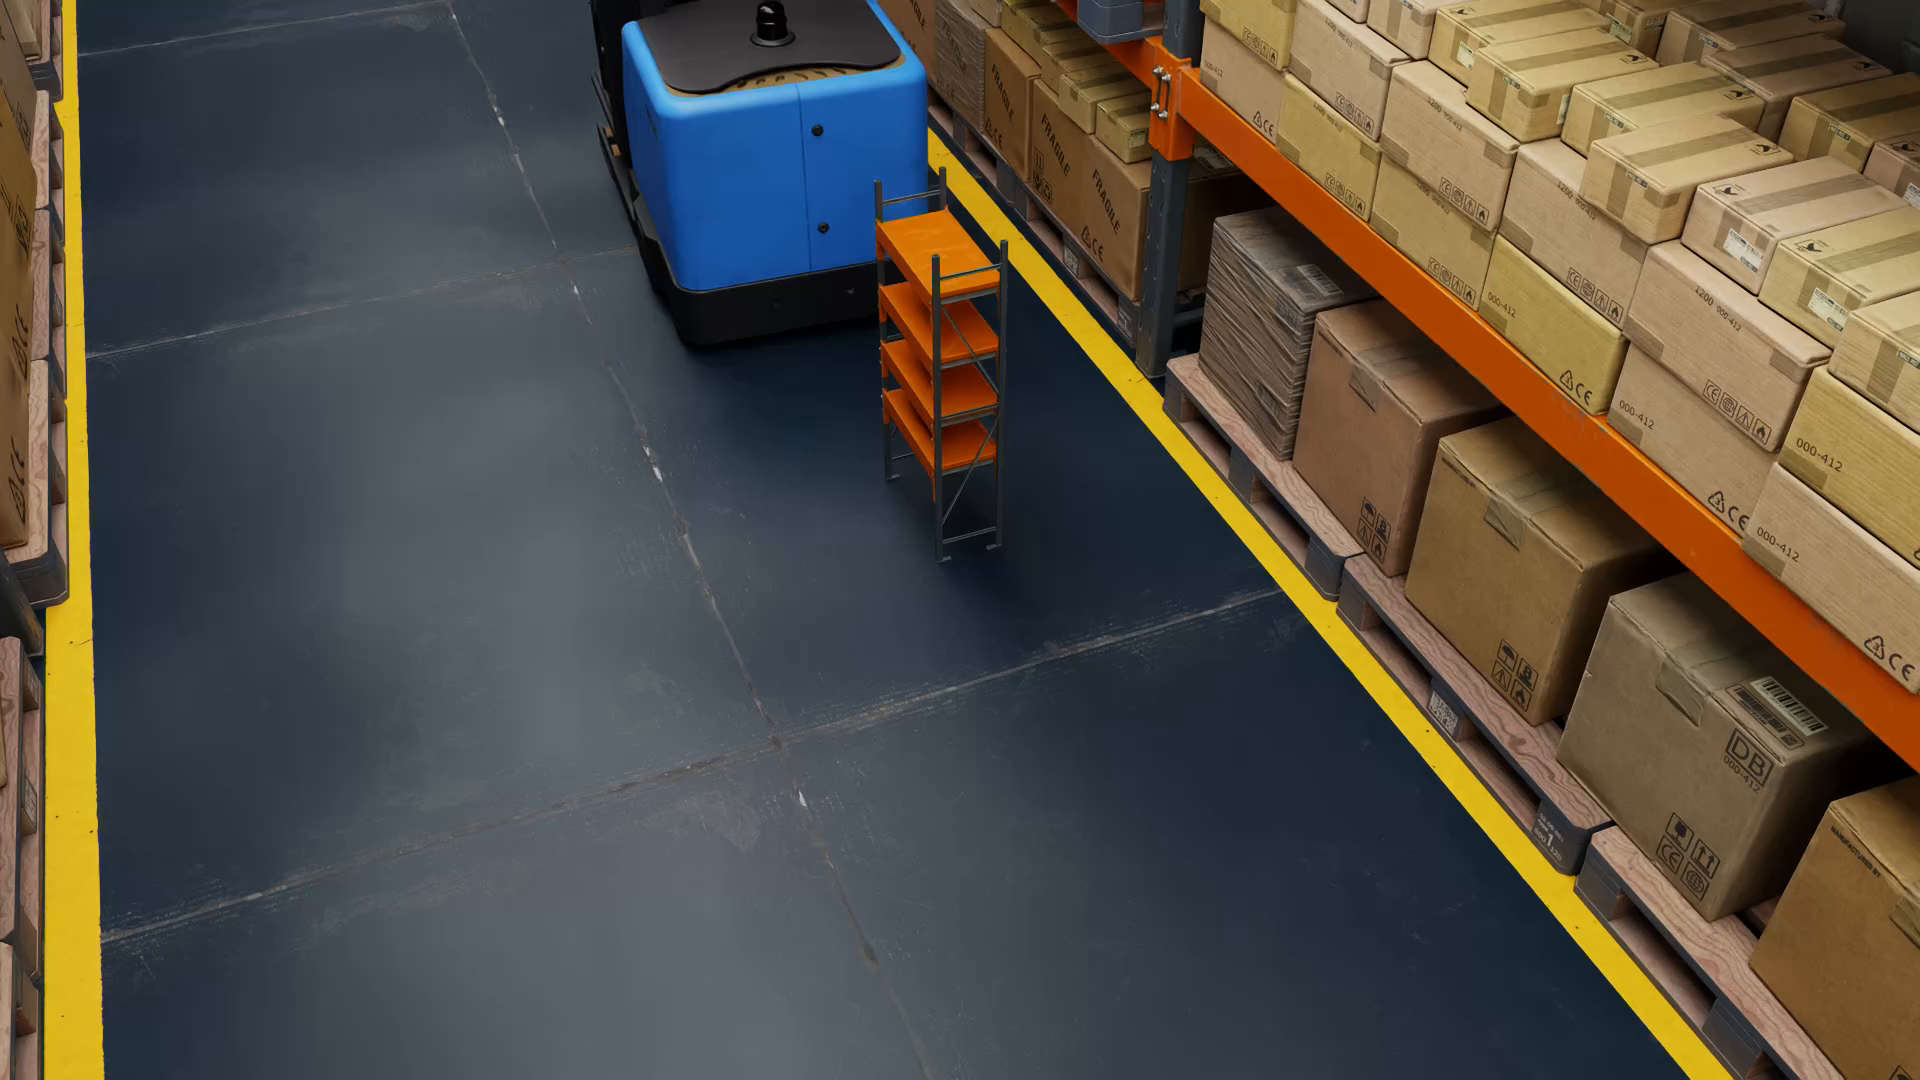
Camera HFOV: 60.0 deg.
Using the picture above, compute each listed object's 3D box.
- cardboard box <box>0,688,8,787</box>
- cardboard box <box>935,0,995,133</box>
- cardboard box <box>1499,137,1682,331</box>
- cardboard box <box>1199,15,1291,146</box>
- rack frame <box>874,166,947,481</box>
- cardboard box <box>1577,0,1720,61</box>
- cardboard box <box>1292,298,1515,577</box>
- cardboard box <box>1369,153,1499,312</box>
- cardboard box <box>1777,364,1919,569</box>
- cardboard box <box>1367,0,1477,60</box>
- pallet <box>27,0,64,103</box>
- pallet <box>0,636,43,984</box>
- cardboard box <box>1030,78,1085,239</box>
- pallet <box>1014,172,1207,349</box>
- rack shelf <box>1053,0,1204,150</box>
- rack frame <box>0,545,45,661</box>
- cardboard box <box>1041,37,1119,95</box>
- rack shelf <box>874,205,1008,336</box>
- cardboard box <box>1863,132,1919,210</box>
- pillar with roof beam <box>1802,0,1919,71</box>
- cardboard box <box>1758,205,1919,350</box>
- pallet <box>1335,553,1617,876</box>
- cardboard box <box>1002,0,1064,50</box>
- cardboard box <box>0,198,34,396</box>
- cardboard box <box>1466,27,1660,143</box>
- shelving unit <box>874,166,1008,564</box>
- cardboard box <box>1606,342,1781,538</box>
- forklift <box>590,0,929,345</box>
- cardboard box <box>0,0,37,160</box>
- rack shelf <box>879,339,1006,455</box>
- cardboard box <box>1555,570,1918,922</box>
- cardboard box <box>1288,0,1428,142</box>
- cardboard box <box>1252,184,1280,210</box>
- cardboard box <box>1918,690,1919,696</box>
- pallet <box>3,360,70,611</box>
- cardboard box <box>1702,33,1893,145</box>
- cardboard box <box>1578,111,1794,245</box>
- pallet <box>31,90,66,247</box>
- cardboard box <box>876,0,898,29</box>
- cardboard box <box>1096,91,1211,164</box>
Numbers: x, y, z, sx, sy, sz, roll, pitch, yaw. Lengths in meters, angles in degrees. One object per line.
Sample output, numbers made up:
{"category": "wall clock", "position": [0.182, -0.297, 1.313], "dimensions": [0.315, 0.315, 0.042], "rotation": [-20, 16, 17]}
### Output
{"category": "cardboard box", "position": [-3.205, 0.505, 4.555], "dimensions": [0.950, 0.372, 0.625], "rotation": [-18, 44, -20]}
{"category": "cardboard box", "position": [0.212, -2.255, 7.667], "dimensions": [0.500, 0.500, 0.500], "rotation": [-17, 43, -18]}
{"category": "cardboard box", "position": [1.710, -0.797, 4.108], "dimensions": [0.500, 0.250, 0.500], "rotation": [-15, 43, -16]}
{"category": "cardboard box", "position": [1.117, -1.530, 5.344], "dimensions": [0.500, 0.250, 0.500], "rotation": [-15, 43, -17]}
{"category": "rack frame", "position": [-0.157, -0.702, 5.646], "dimensions": [0.240, 1.200, 0.015], "rotation": [-15, 43, -17]}
{"category": "cardboard box", "position": [1.917, -1.446, 4.556], "dimensions": [0.380, 0.149, 0.250], "rotation": [-15, 43, -17]}
{"category": "cardboard box", "position": [1.656, -0.404, 5.418], "dimensions": [0.875, 0.625, 0.625], "rotation": [-14, 43, -15]}
{"category": "cardboard box", "position": [1.508, -0.918, 4.632], "dimensions": [0.500, 0.250, 0.500], "rotation": [-16, 43, -18]}
{"category": "cardboard box", "position": [2.076, -0.179, 3.389], "dimensions": [0.500, 0.250, 0.500], "rotation": [-16, 43, -18]}
{"category": "cardboard box", "position": [1.360, -1.471, 4.585], "dimensions": [0.380, 0.149, 0.250], "rotation": [-15, 43, -16]}
{"category": "pallet", "position": [-5.161, -2.505, 8.501], "dimensions": [1.003, 0.211, 1.213], "rotation": [-15, 43, -17]}
{"category": "pallet", "position": [-3.114, 0.853, 4.596], "dimensions": [1.003, 0.211, 1.213], "rotation": [-15, 43, -17]}
{"category": "cardboard box", "position": [0.631, -1.632, 6.943], "dimensions": [0.500, 0.500, 0.500], "rotation": [-16, 43, -17]}
{"category": "pallet", "position": [0.922, -1.317, 7.120], "dimensions": [1.003, 0.211, 1.213], "rotation": [-15, 43, -17]}
{"category": "rack shelf", "position": [0.408, -2.848, 7.313], "dimensions": [1.077, 0.370, 4.000], "rotation": [-15, 43, -17]}
{"category": "rack frame", "position": [-3.412, -0.675, 4.234], "dimensions": [1.000, 3.000, 0.127], "rotation": [-15, 43, -17]}
{"category": "cardboard box", "position": [0.557, -1.934, 6.796], "dimensions": [0.380, 0.149, 0.250], "rotation": [-16, 43, -18]}
{"category": "rack shelf", "position": [-0.063, -0.853, 5.219], "dimensions": [0.258, 0.148, 0.480], "rotation": [-15, 43, -17]}
{"category": "cardboard box", "position": [2.328, -0.836, 3.848], "dimensions": [0.380, 0.149, 0.250], "rotation": [-15, 43, -17]}
{"category": "pillar with roof beam", "position": [-1.473, -2.556, 1.820], "dimensions": [9.100, 9.000, 0.400], "rotation": [-15, 43, -17]}
{"category": "cardboard box", "position": [1.942, -0.550, 3.515], "dimensions": [0.380, 0.149, 0.250], "rotation": [-16, 43, -18]}
{"category": "pallet", "position": [1.915, 0.381, 5.145], "dimensions": [1.003, 0.211, 1.213], "rotation": [-15, 43, -17]}
{"category": "cardboard box", "position": [0.402, -2.254, 7.168], "dimensions": [0.380, 0.149, 0.250], "rotation": [-16, 43, -17]}
{"category": "cardboard box", "position": [-3.936, -1.004, 5.924], "dimensions": [0.875, 0.875, 0.875], "rotation": [-15, 43, -16]}
{"category": "cardboard box", "position": [1.526, -1.159, 4.223], "dimensions": [0.380, 0.149, 0.250], "rotation": [-14, 43, -16]}
{"category": "shelving unit", "position": [-0.063, -0.555, 5.475], "dimensions": [0.258, 1.200, 0.503], "rotation": [-15, 43, -17]}
{"category": "cardboard box", "position": [1.910, -0.296, 3.908], "dimensions": [0.500, 0.250, 0.500], "rotation": [-15, 43, -17]}
{"category": "forklift", "position": [-1.060, -2.849, 6.815], "dimensions": [1.130, 2.935, 3.031], "rotation": [-12, 42, -14]}
{"category": "cardboard box", "position": [-4.631, -2.085, 7.181], "dimensions": [0.875, 0.875, 0.875], "rotation": [-14, 43, -16]}
{"category": "rack shelf", "position": [-0.063, -0.504, 5.519], "dimensions": [0.258, 0.148, 0.480], "rotation": [-15, 43, -17]}
{"category": "cardboard box", "position": [2.204, 0.454, 4.420], "dimensions": [0.875, 0.625, 0.625], "rotation": [-16, 43, -17]}
{"category": "cardboard box", "position": [1.308, -1.418, 4.830], "dimensions": [0.500, 0.250, 0.500], "rotation": [-14, 43, -16]}
{"category": "cardboard box", "position": [1.271, -1.451, 6.732], "dimensions": [0.500, 0.500, 0.500], "rotation": [-14, 43, -15]}
{"category": "cardboard box", "position": [2.269, 0.313, 3.201], "dimensions": [0.500, 0.250, 0.500], "rotation": [-14, 43, -16]}
{"category": "pallet", "position": [-3.644, -0.111, 5.718], "dimensions": [1.003, 0.211, 1.213], "rotation": [-15, 43, -17]}
{"category": "cardboard box", "position": [2.090, -1.134, 4.194], "dimensions": [0.380, 0.149, 0.250], "rotation": [-14, 43, -16]}
{"category": "cardboard box", "position": [1.678, -0.843, 3.855], "dimensions": [0.380, 0.149, 0.250], "rotation": [-16, 43, -18]}
{"category": "pallet", "position": [-4.577, -1.581, 7.427], "dimensions": [1.003, 0.211, 1.213], "rotation": [-15, 43, -17]}
{"category": "cardboard box", "position": [-0.167, -2.871, 8.383], "dimensions": [0.500, 0.500, 0.500], "rotation": [-16, 43, -17]}
{"category": "cardboard box", "position": [0.750, -1.607, 6.416], "dimensions": [0.380, 0.149, 0.250], "rotation": [-17, 44, -19]}
